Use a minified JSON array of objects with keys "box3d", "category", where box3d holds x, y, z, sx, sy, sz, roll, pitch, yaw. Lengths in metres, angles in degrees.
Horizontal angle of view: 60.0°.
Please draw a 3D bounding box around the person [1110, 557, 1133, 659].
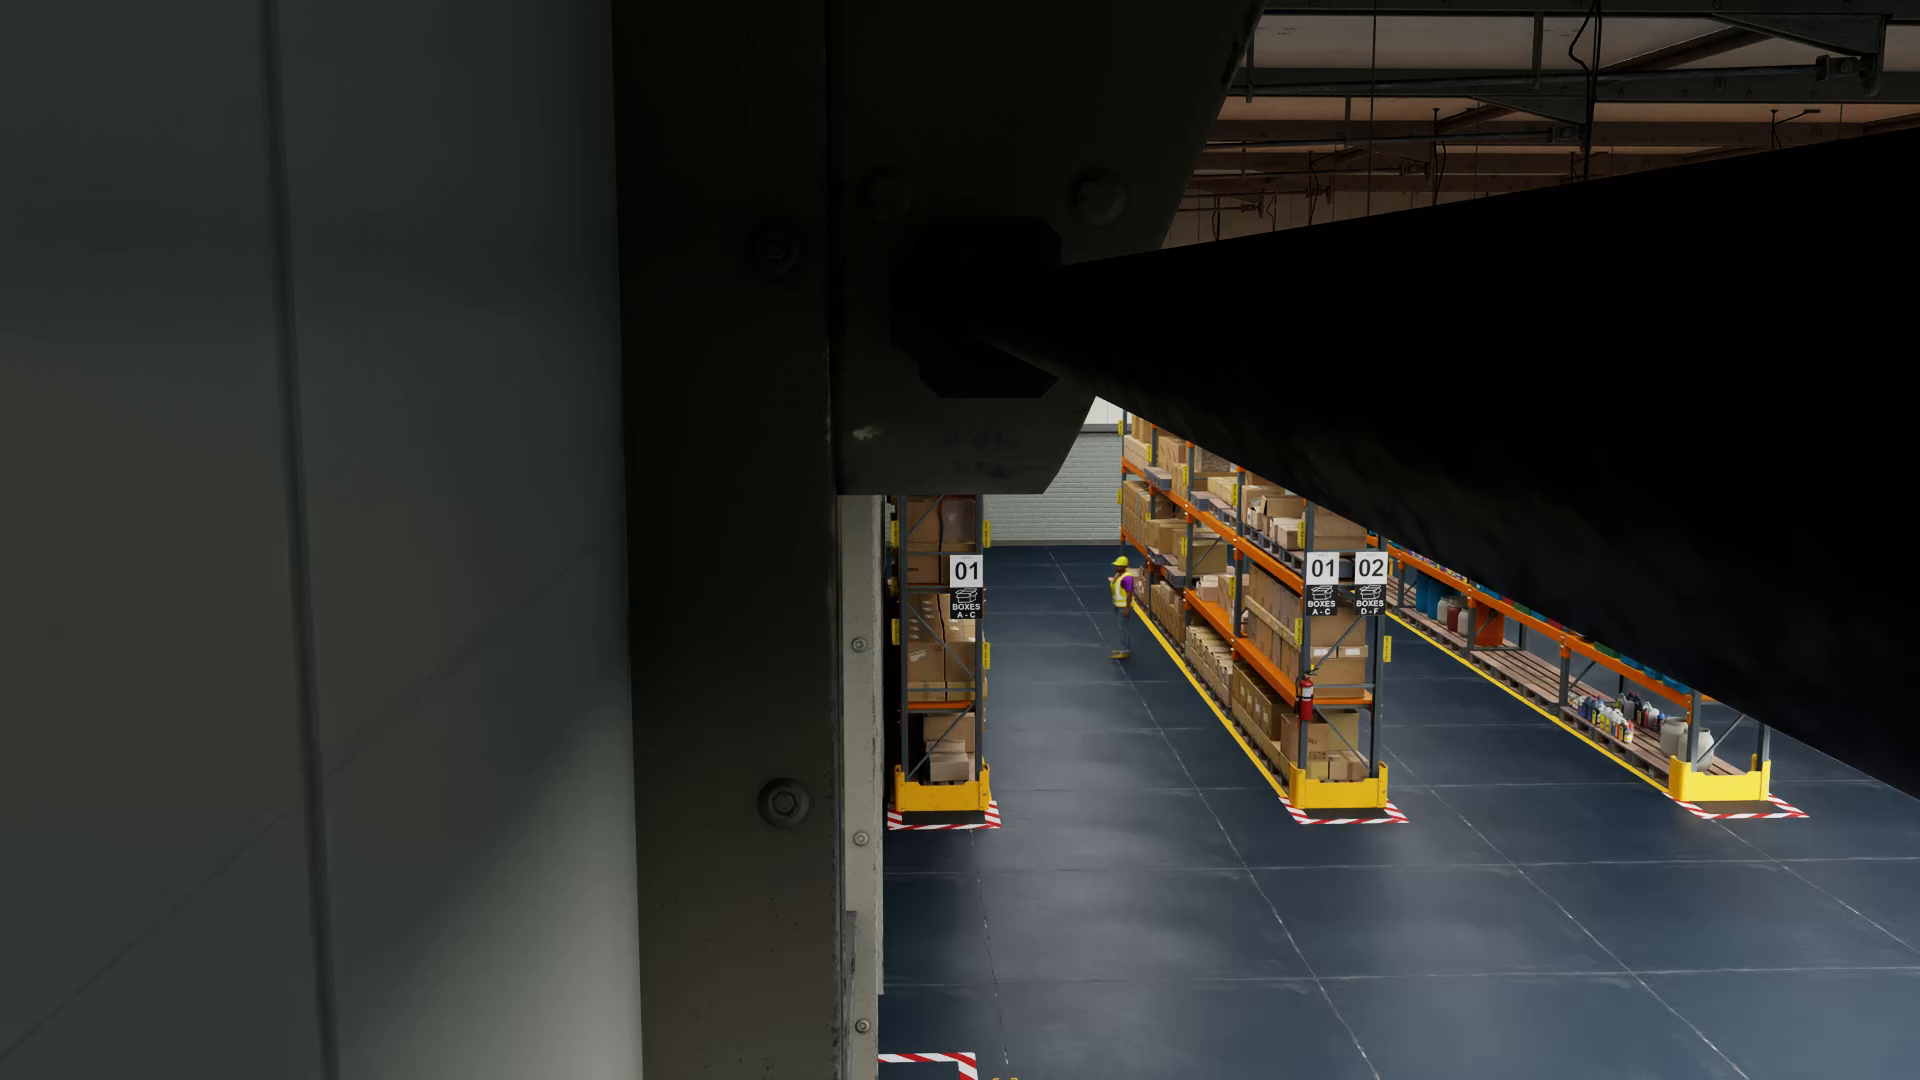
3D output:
[{"box3d":[2.800,1.165,29.093,0.390,1.765,0.655,-2,9,-14],"category":"person"}]
